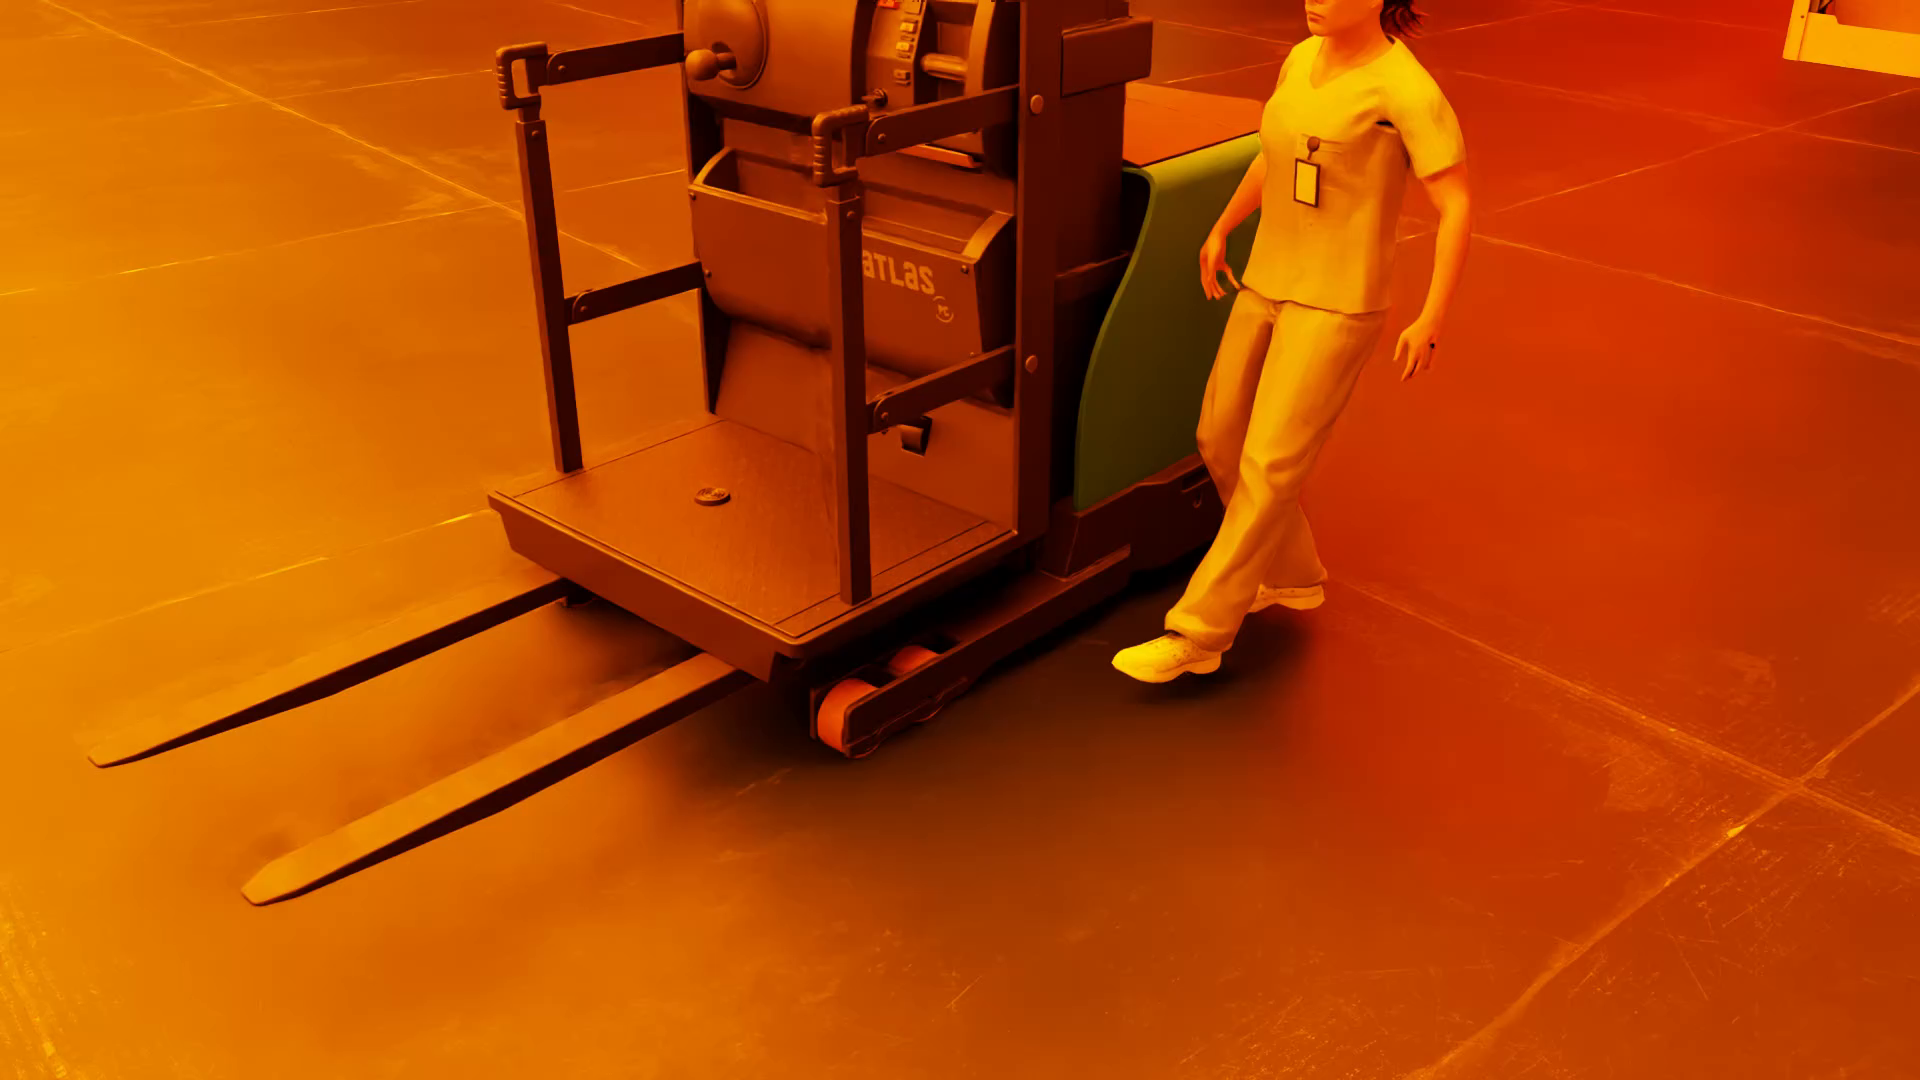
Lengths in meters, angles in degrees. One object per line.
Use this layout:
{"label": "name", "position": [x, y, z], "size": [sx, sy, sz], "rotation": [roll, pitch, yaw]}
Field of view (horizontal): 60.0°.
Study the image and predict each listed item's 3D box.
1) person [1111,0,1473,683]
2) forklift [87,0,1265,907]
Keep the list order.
{"label": "person", "position": [0.602, -0.501, 3.599], "size": [0.735, 1.628, 0.679], "rotation": [-13, 29, -25]}
{"label": "forklift", "position": [-0.405, -1.102, 3.424], "size": [1.130, 2.935, 3.031], "rotation": [22, 34, 37]}
